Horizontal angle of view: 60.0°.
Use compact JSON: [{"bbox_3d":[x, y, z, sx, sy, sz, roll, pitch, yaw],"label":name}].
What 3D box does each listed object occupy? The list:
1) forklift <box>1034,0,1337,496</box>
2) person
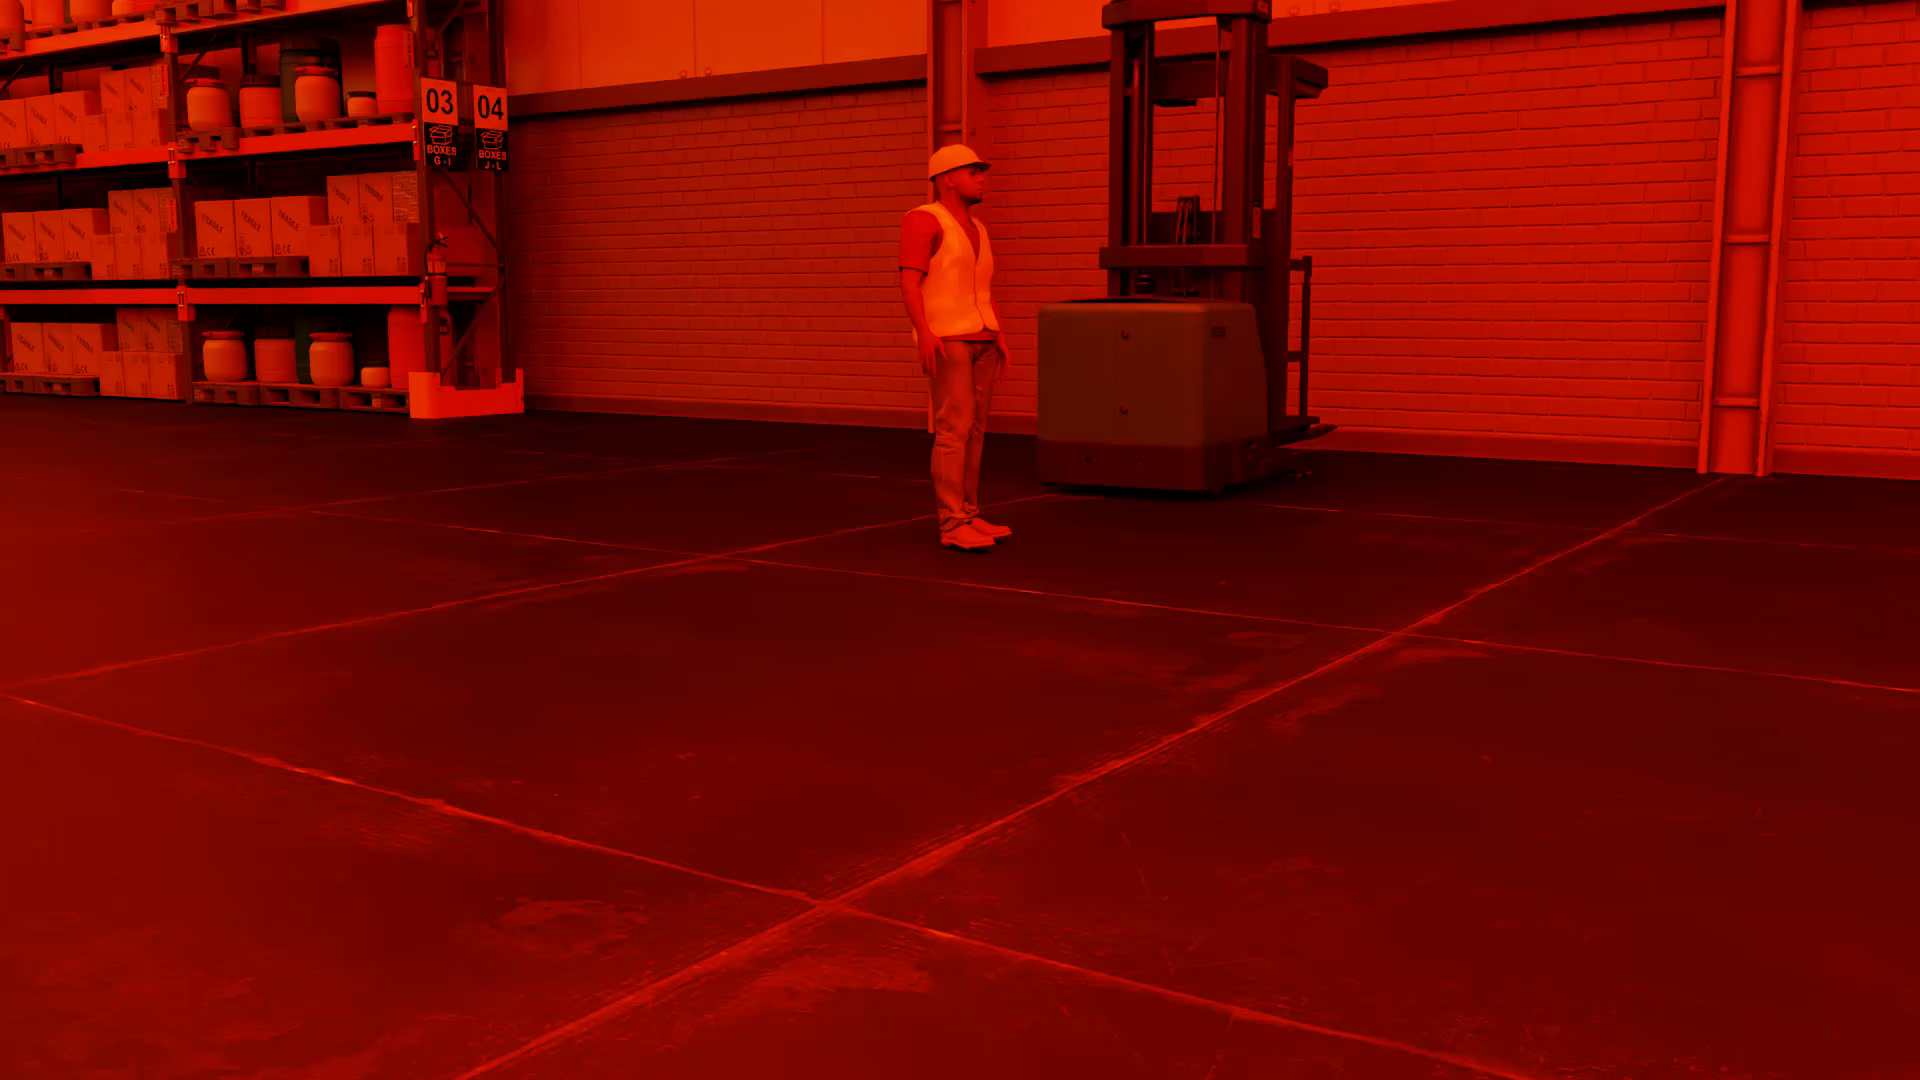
[{"bbox_3d":[1.587,-1.859,10.269,1.130,2.935,3.031,5,9,29],"label":"forklift"},{"bbox_3d":[0.055,-0.876,7.435,0.575,1.768,0.665,5,10,34],"label":"person"}]
